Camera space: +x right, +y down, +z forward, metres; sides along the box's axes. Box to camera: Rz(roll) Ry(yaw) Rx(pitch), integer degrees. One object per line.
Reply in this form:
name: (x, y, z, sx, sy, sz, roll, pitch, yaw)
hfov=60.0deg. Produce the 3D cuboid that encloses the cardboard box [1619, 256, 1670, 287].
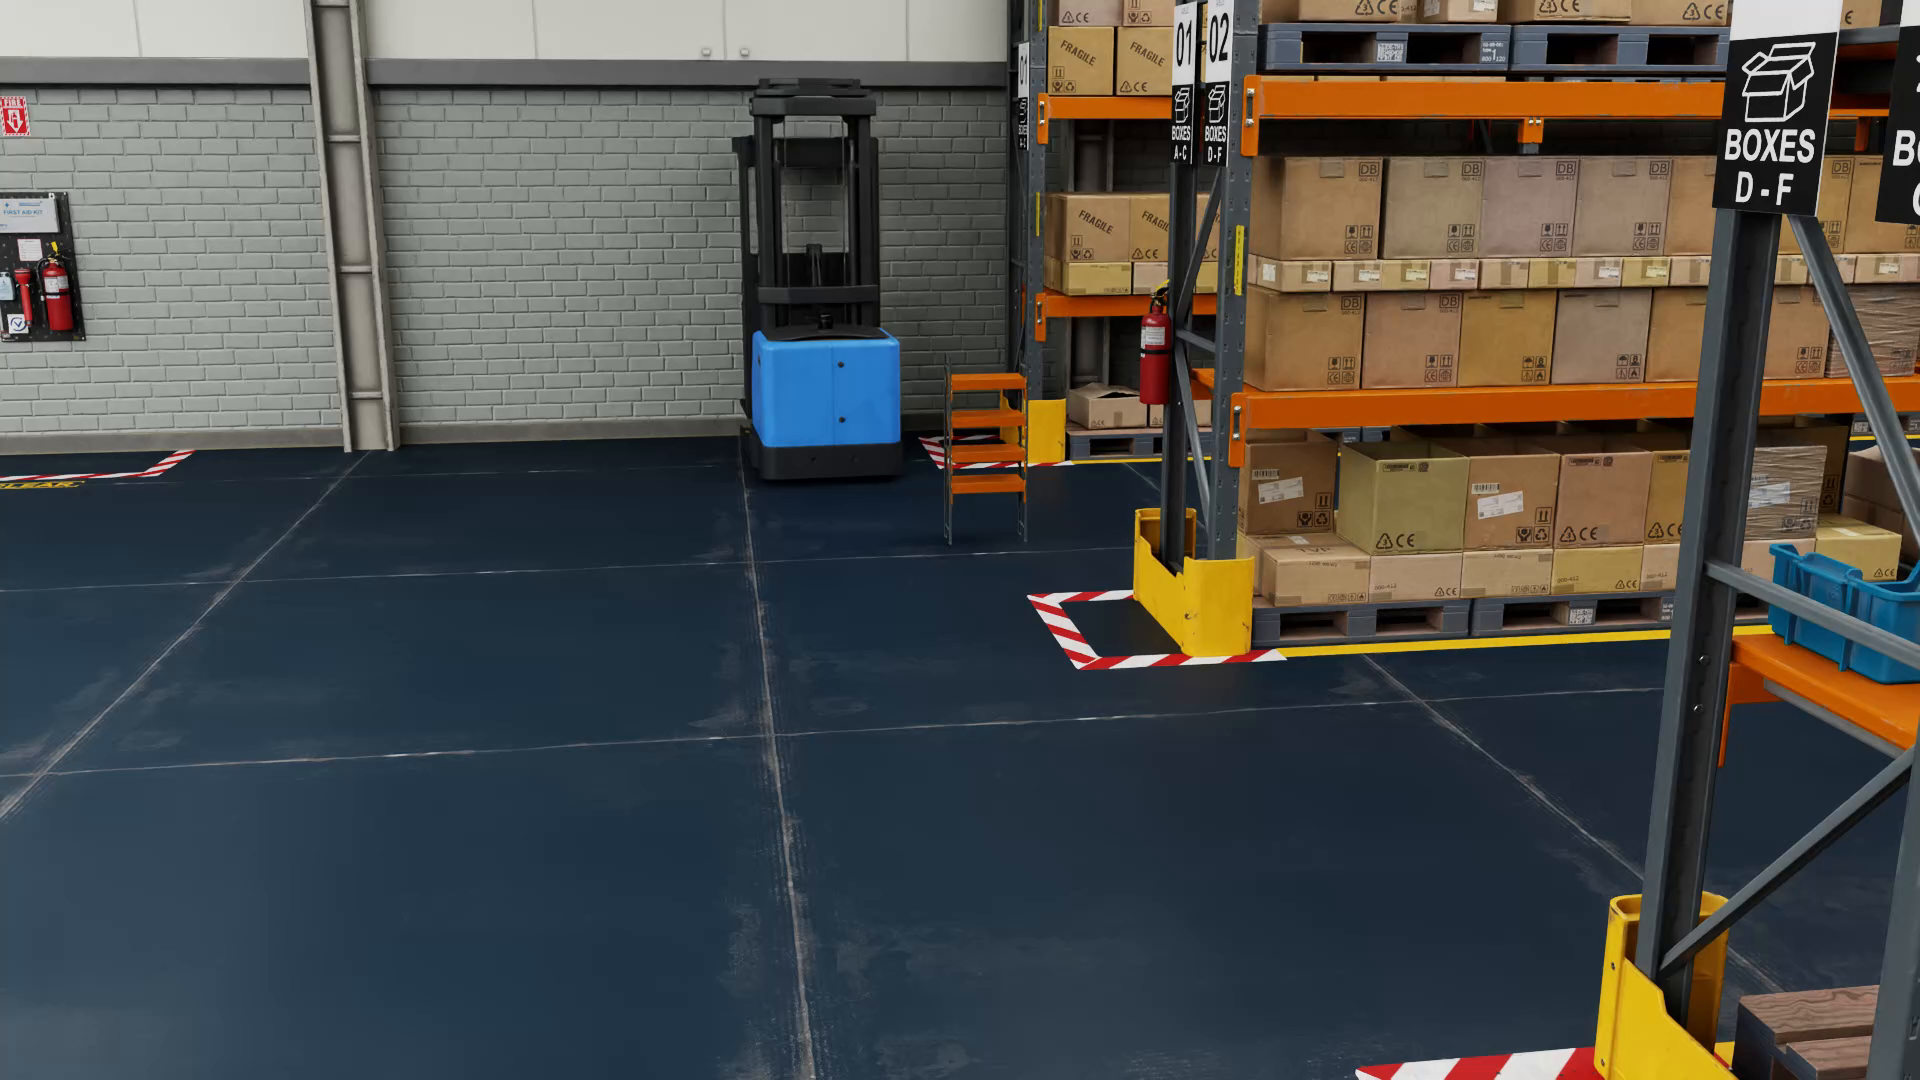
cardboard box: (3.454, -1.401, 8.601, 0.250, 0.149, 0.380, -2, 14, -6)

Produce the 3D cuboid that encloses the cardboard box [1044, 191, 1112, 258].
cardboard box: (0.946, -2.570, 13.529, 0.500, 0.500, 0.500, -2, 14, -9)

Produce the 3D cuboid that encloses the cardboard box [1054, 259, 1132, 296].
cardboard box: (1.042, -2.080, 13.115, 0.500, 0.250, 0.500, -3, 14, -10)

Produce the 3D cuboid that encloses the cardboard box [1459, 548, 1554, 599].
cardboard box: (2.805, 0.117, 8.877, 0.500, 0.250, 0.500, -2, 14, -8)

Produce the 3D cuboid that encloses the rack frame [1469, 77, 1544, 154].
rack frame: (4.467, -2.346, 13.911, 0.127, 3.000, 1.000, -2, 14, -8)

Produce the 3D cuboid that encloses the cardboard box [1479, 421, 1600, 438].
cardboard box: (3.221, -0.392, 9.367, 0.500, 0.500, 0.500, -2, 14, -8)

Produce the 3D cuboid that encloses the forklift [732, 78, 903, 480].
forklift: (-1.225, -2.174, 13.364, 1.130, 2.935, 3.031, -3, 14, -11)

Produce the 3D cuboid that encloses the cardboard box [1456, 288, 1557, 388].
cardboard box: (2.727, -1.109, 8.772, 0.500, 0.500, 0.700, -2, 14, -8)

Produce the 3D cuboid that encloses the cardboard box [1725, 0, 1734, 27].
cardboard box: (4.057, -2.650, 8.321, 0.250, 0.149, 0.380, -2, 14, -8)

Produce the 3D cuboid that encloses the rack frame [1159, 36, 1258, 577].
rack frame: (1.253, -1.010, 8.582, 0.127, 3.000, 1.000, -2, 14, -8)

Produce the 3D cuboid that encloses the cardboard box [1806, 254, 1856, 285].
cardboard box: (4.468, -1.438, 8.750, 0.250, 0.149, 0.380, -3, 14, -10)

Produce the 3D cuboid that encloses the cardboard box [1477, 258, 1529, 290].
cardboard box: (2.694, -1.373, 8.492, 0.250, 0.149, 0.380, -3, 14, -10)

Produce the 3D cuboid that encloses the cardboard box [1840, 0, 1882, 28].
cardboard box: (4.671, -2.975, 8.895, 0.500, 0.500, 0.500, -1, 14, -4)

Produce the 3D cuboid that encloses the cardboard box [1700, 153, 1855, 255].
cardboard box: (4.272, -1.796, 8.846, 0.500, 0.500, 0.700, -2, 14, -8)

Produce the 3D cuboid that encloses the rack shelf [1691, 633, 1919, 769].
rack shelf: (3.965, 0.458, 4.207, 4.000, 0.370, 1.077, -2, 14, -8)

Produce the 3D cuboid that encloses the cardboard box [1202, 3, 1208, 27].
cardboard box: (1.938, -4.182, 12.763, 0.500, 0.500, 0.500, -2, 14, -7)

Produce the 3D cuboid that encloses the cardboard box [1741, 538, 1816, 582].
cardboard box: (4.287, 0.060, 9.104, 0.500, 0.250, 0.500, -2, 14, -8)

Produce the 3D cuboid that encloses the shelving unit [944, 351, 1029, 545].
shelving unit: (0.164, -0.588, 10.600, 0.503, 1.200, 0.258, -2, 14, -8)

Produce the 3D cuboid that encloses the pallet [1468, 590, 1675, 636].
pallet: (3.207, 0.261, 9.245, 1.213, 0.211, 1.003, -2, 14, -8)

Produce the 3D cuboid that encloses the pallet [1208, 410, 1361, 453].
pallet: (2.599, -0.916, 13.940, 1.213, 0.211, 1.003, -2, 14, -8)

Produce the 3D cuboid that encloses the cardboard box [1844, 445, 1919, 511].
cardboard box: (5.567, -0.380, 9.709, 0.500, 0.311, 0.500, -2, 14, -8)

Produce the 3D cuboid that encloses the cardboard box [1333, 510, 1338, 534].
cardboard box: (2.232, 0.009, 9.310, 0.500, 0.250, 0.500, -2, 14, -8)

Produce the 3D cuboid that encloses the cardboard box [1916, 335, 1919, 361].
cardboard box: (5.689, -1.110, 9.291, 0.500, 0.250, 0.500, -1, 14, -5)

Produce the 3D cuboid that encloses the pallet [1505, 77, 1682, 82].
pallet: (5.093, -3.707, 13.556, 1.003, 0.211, 1.213, -2, 14, -8)

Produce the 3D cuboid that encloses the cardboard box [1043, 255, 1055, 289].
cardboard box: (0.945, -2.202, 13.602, 0.500, 0.250, 0.500, -2, 14, -7)

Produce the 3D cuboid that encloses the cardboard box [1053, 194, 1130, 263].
cardboard box: (1.029, -2.447, 13.038, 0.500, 0.500, 0.500, -2, 14, -8)

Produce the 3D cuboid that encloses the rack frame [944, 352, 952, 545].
rack frame: (-0.078, -0.579, 10.565, 0.015, 1.200, 0.240, -2, 14, -8)

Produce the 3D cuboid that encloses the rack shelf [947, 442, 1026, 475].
rack shelf: (0.164, -0.523, 10.616, 0.480, 0.148, 0.258, -2, 14, -8)

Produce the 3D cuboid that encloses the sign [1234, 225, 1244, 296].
sign: (1.330, -1.334, 7.934, 0.005, 0.325, 0.100, -2, 14, -8)

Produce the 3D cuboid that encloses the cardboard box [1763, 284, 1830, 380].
cardboard box: (4.250, -1.165, 8.995, 0.500, 0.500, 0.700, -2, 14, -9)

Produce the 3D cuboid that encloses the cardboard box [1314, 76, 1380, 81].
cardboard box: (2.960, -3.737, 13.044, 0.500, 0.500, 0.500, -3, 14, -11)

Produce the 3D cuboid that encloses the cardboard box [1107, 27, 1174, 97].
cardboard box: (1.416, -3.677, 12.805, 0.500, 0.500, 0.500, -1, 14, -5)

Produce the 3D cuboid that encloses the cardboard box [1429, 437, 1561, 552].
cardboard box: (2.804, -0.249, 8.797, 0.500, 0.500, 0.500, -2, 14, -8)

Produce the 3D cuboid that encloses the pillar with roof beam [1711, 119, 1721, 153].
pillar with roof beam: (7.650, -4.526, 10.272, 0.400, 9.000, 9.100, -2, 14, -8)

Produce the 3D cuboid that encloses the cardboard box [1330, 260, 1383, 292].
cardboard box: (1.934, -1.346, 8.382, 0.250, 0.149, 0.380, -2, 14, -10)

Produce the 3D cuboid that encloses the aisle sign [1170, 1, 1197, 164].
aisle sign: (1.145, -2.339, 8.538, 0.004, 0.787, 0.394, -2, 14, -8)

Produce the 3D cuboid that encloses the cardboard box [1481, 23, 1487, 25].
cardboard box: (2.903, -2.818, 8.660, 0.500, 0.311, 0.500, 0, 14, -2)

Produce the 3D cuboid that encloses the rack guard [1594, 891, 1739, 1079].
rack guard: (2.056, 1.380, 4.191, 0.348, 0.500, 1.175, -2, 14, -8)

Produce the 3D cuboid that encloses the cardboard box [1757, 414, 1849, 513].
cardboard box: (4.704, -0.447, 9.586, 0.500, 0.500, 0.500, -2, 14, -8)

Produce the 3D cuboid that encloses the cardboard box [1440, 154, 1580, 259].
cardboard box: (2.787, -1.742, 8.630, 0.500, 0.500, 0.700, -2, 14, -8)

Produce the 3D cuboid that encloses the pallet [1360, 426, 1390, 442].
pallet: (3.808, -0.961, 14.119, 1.213, 0.211, 1.003, -2, 14, -8)

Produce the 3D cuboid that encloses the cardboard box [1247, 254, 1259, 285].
cardboard box: (1.603, -1.433, 8.729, 0.250, 0.149, 0.380, -2, 14, -9)

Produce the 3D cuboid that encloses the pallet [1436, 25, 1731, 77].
pallet: (3.166, -2.486, 8.485, 1.213, 0.211, 1.003, -2, 14, -8)

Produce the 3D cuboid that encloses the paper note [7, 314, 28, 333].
paper note: (-7.493, -1.720, 13.224, 0.142, 0.148, 0.016, -2, 14, -8)

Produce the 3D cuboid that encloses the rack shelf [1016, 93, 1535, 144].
rack shelf: (2.489, -3.380, 13.344, 4.000, 0.370, 1.077, -2, 14, -8)

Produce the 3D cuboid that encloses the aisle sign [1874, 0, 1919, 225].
aisle sign: (1.960, -1.006, 3.223, 0.004, 0.787, 0.394, -2, 14, -8)

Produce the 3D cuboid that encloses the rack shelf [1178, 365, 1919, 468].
rack shelf: (3.231, -0.733, 8.959, 4.000, 0.370, 1.077, -2, 14, -8)

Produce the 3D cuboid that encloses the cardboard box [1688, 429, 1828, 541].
cardboard box: (4.287, -0.304, 9.015, 0.500, 0.500, 0.500, -2, 14, -8)

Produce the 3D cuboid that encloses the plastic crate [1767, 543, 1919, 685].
plastic crate: (2.438, 0.164, 4.208, 0.616, 0.251, 0.499, -2, 14, -8)
